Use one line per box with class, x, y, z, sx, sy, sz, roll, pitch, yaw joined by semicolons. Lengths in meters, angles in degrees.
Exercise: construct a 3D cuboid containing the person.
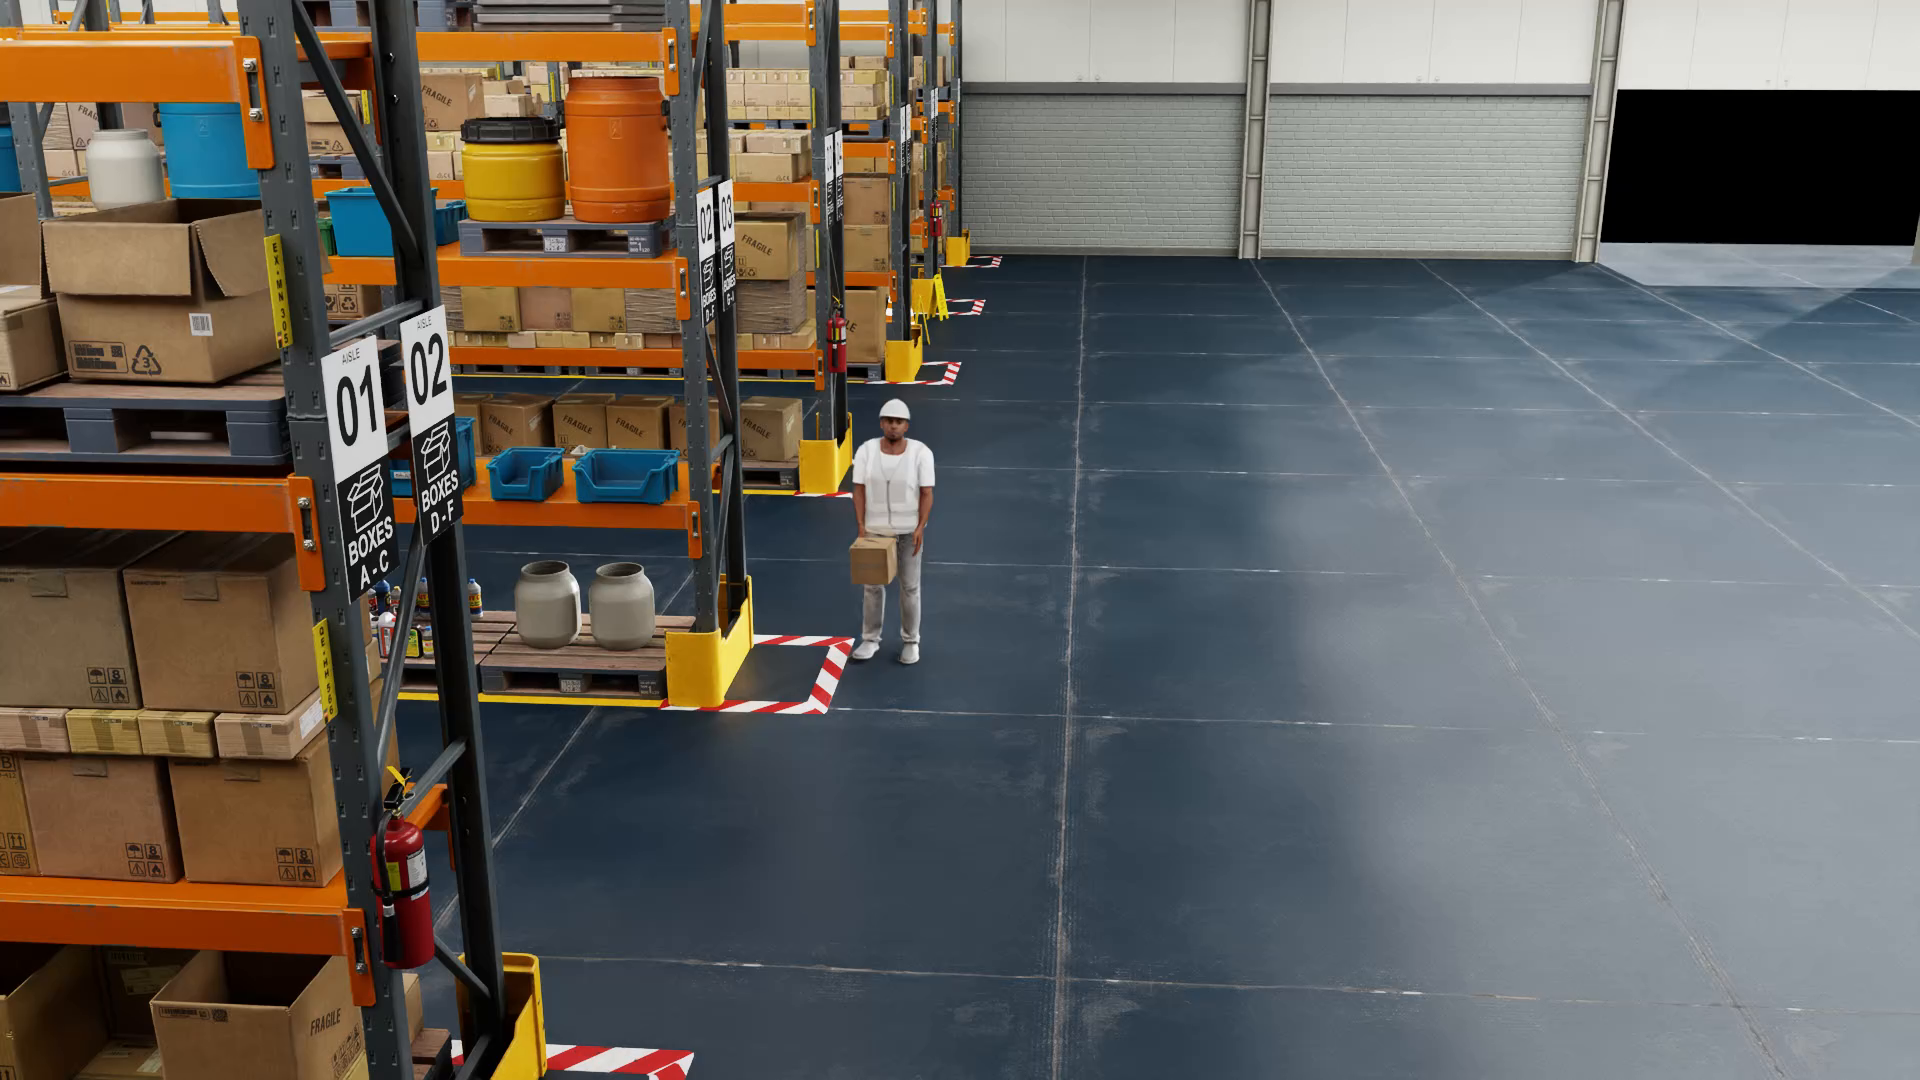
person;-0.454;-0.060;11.178;0.554;1.778;0.464;2;17;6
